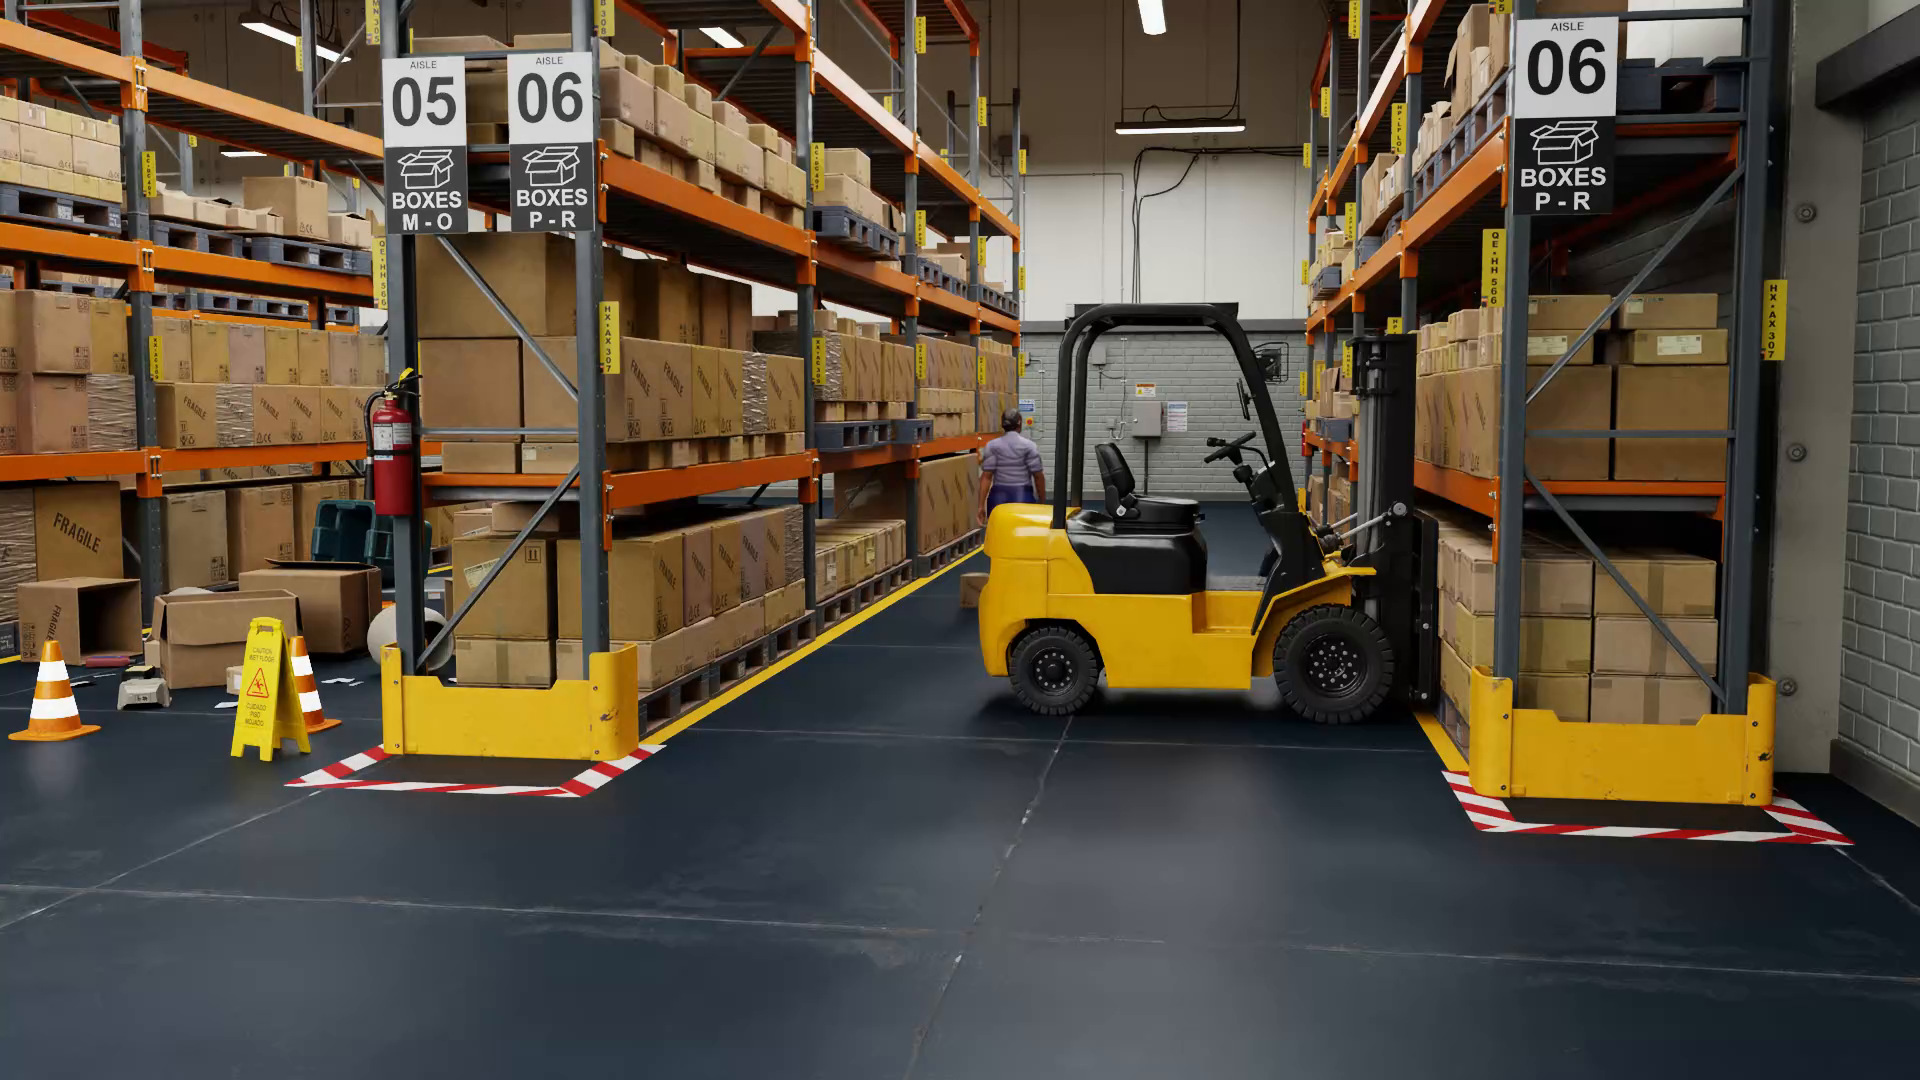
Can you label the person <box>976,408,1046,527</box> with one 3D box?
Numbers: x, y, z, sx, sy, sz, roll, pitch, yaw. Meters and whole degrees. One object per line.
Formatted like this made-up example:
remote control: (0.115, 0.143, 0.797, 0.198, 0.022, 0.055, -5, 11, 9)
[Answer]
person: (0.433, -0.279, 13.556, 0.520, 1.595, 1.036, 1, 5, 16)
